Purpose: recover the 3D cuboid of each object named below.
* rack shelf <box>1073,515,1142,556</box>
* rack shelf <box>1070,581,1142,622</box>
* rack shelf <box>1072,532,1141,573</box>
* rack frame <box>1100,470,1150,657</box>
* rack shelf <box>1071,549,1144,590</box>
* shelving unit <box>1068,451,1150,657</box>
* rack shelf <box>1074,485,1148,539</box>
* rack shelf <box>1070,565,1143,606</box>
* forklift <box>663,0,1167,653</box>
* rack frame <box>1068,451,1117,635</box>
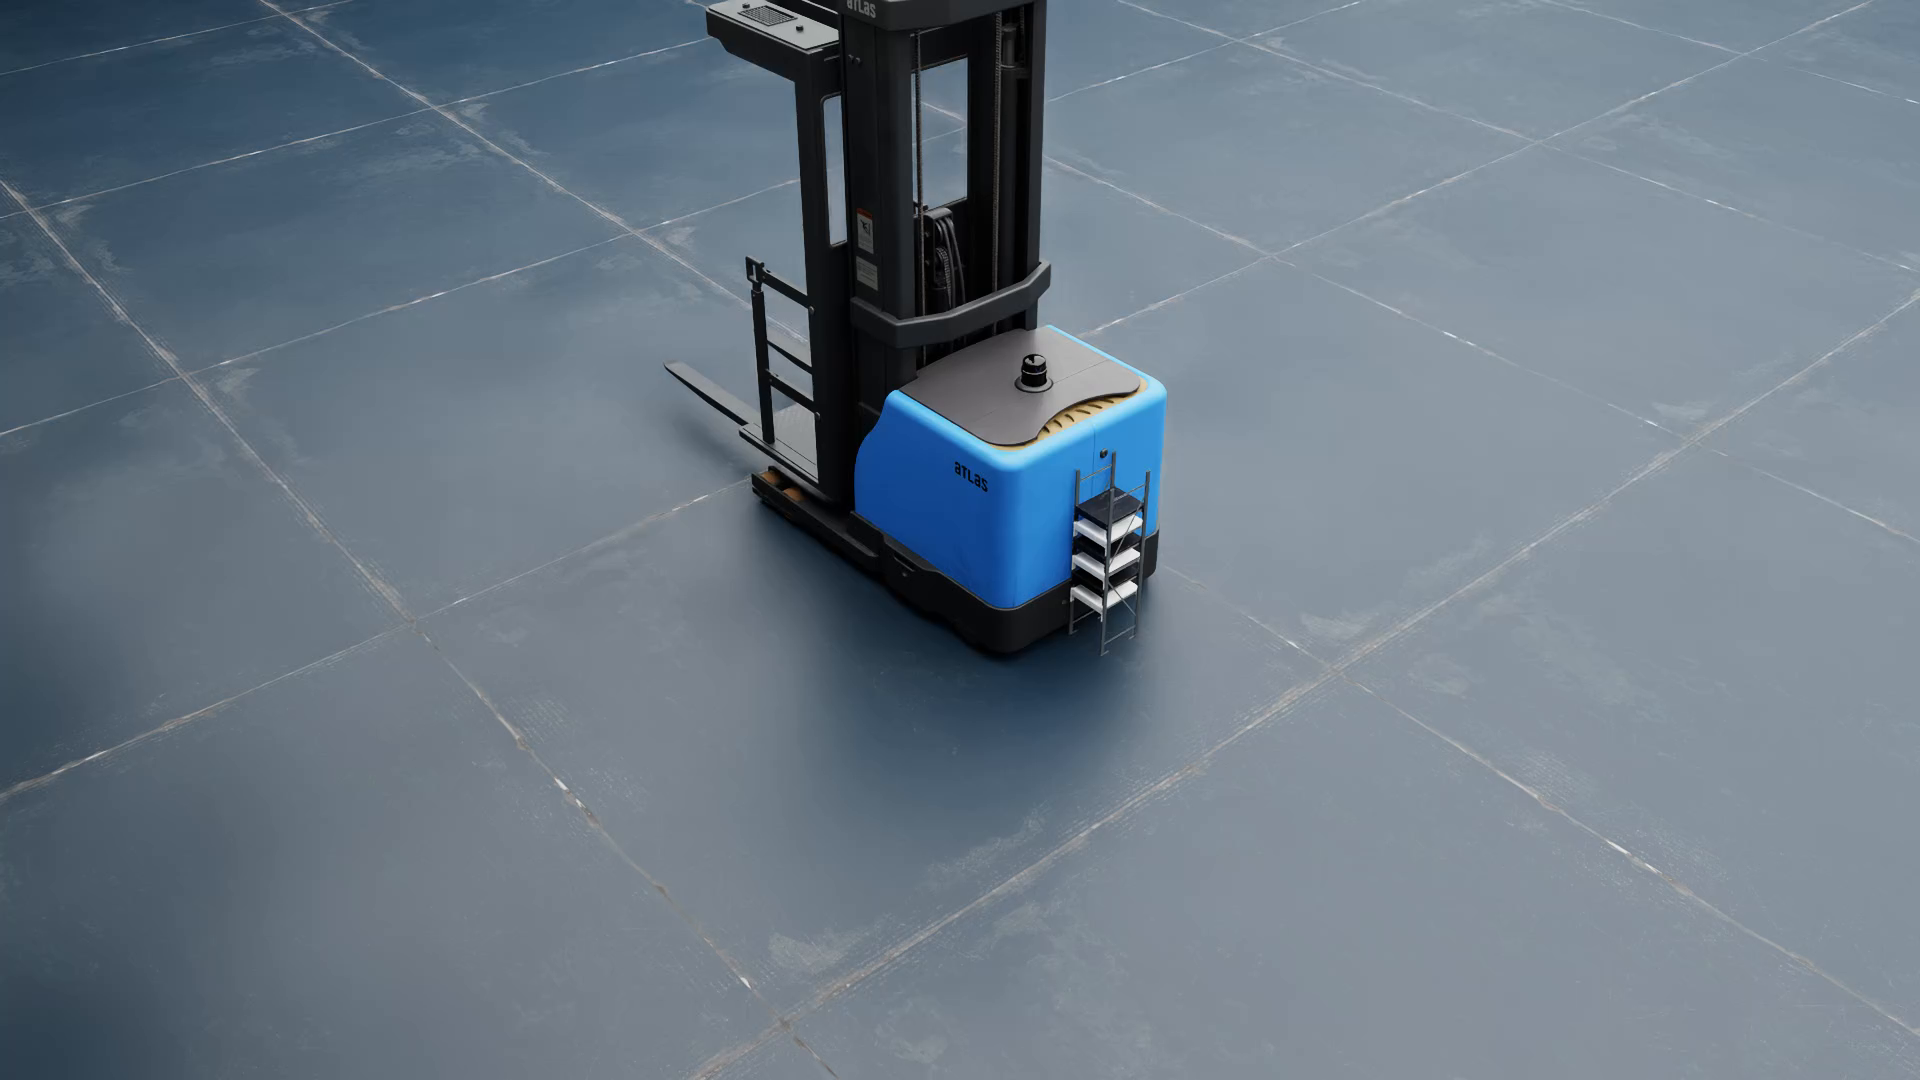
[{"bbox_3d":[0.656,-0.051,7.289,0.258,0.077,0.200,-27,43,-32],"label":"rack shelf"},{"bbox_3d":[0.656,0.243,7.497,0.258,0.077,0.200,-27,43,-32],"label":"rack shelf"},{"bbox_3d":[0.656,0.023,7.341,0.258,0.077,0.200,-27,43,-32],"label":"rack shelf"},{"bbox_3d":[0.723,0.113,7.311,0.240,0.900,0.006,-27,43,-32],"label":"rack frame"},{"bbox_3d":[0.656,0.096,7.393,0.258,0.077,0.200,-27,43,-32],"label":"rack shelf"},{"bbox_3d":[0.656,0.069,7.374,0.258,0.900,0.210,-27,43,-32],"label":"shelving unit"},{"bbox_3d":[0.656,-0.124,7.237,0.258,0.077,0.200,-27,43,-32],"label":"rack shelf"},{"bbox_3d":[0.656,0.170,7.445,0.258,0.077,0.200,-27,43,-32],"label":"rack shelf"},{"bbox_3d":[-0.409,-1.468,7.787,1.130,2.935,3.031,-27,43,-32],"label":"forklift"},{"bbox_3d":[0.589,0.025,7.436,0.240,0.900,0.006,-27,43,-32],"label":"rack frame"}]
